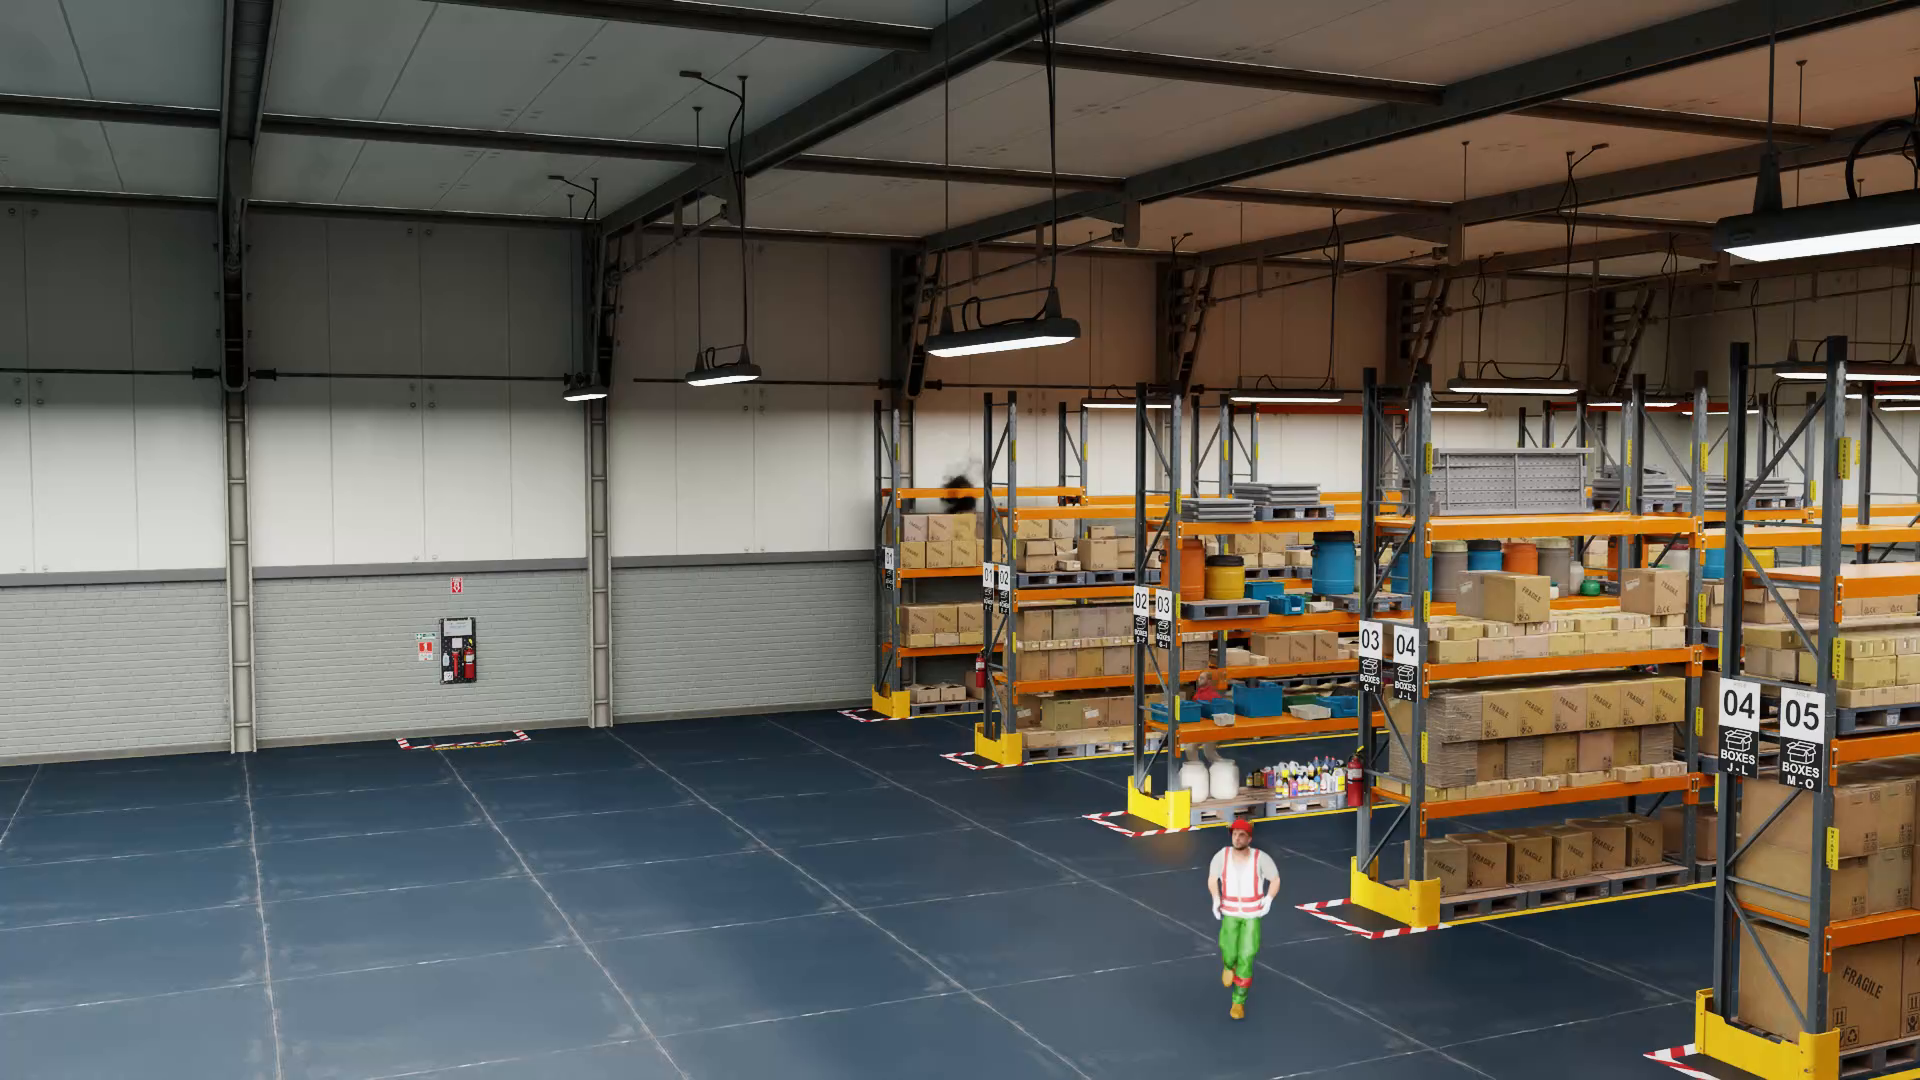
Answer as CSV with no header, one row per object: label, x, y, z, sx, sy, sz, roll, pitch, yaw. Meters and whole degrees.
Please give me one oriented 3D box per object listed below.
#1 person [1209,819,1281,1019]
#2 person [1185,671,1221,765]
person,2.595,3.412,15.203,0.657,1.765,0.700,1,3,16
person,3.684,2.868,25.017,0.701,1.800,0.651,-2,4,-29
